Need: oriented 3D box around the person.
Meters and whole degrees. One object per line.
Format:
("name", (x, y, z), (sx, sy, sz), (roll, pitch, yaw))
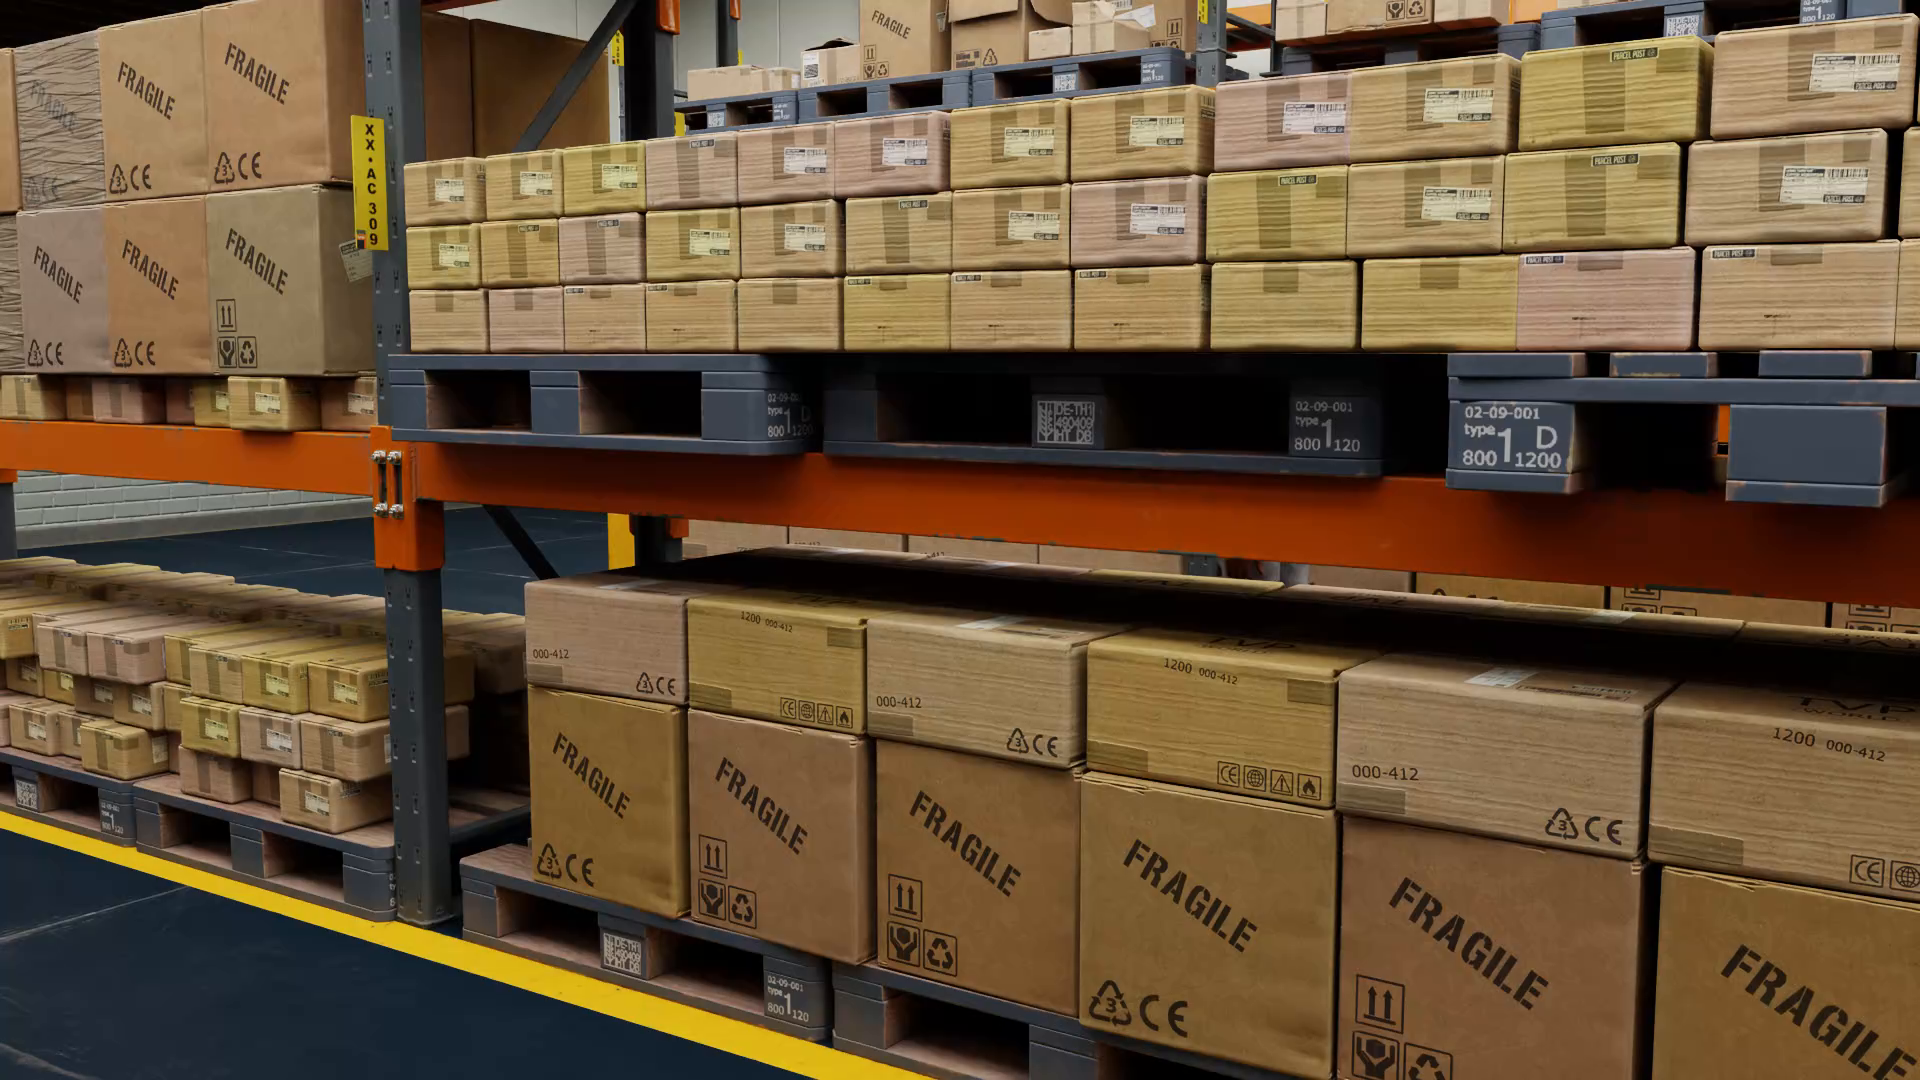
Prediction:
("person", (1.063, -0.015, 5.840), (0.360, 1.762, 0.563), (4, 8, 35))
